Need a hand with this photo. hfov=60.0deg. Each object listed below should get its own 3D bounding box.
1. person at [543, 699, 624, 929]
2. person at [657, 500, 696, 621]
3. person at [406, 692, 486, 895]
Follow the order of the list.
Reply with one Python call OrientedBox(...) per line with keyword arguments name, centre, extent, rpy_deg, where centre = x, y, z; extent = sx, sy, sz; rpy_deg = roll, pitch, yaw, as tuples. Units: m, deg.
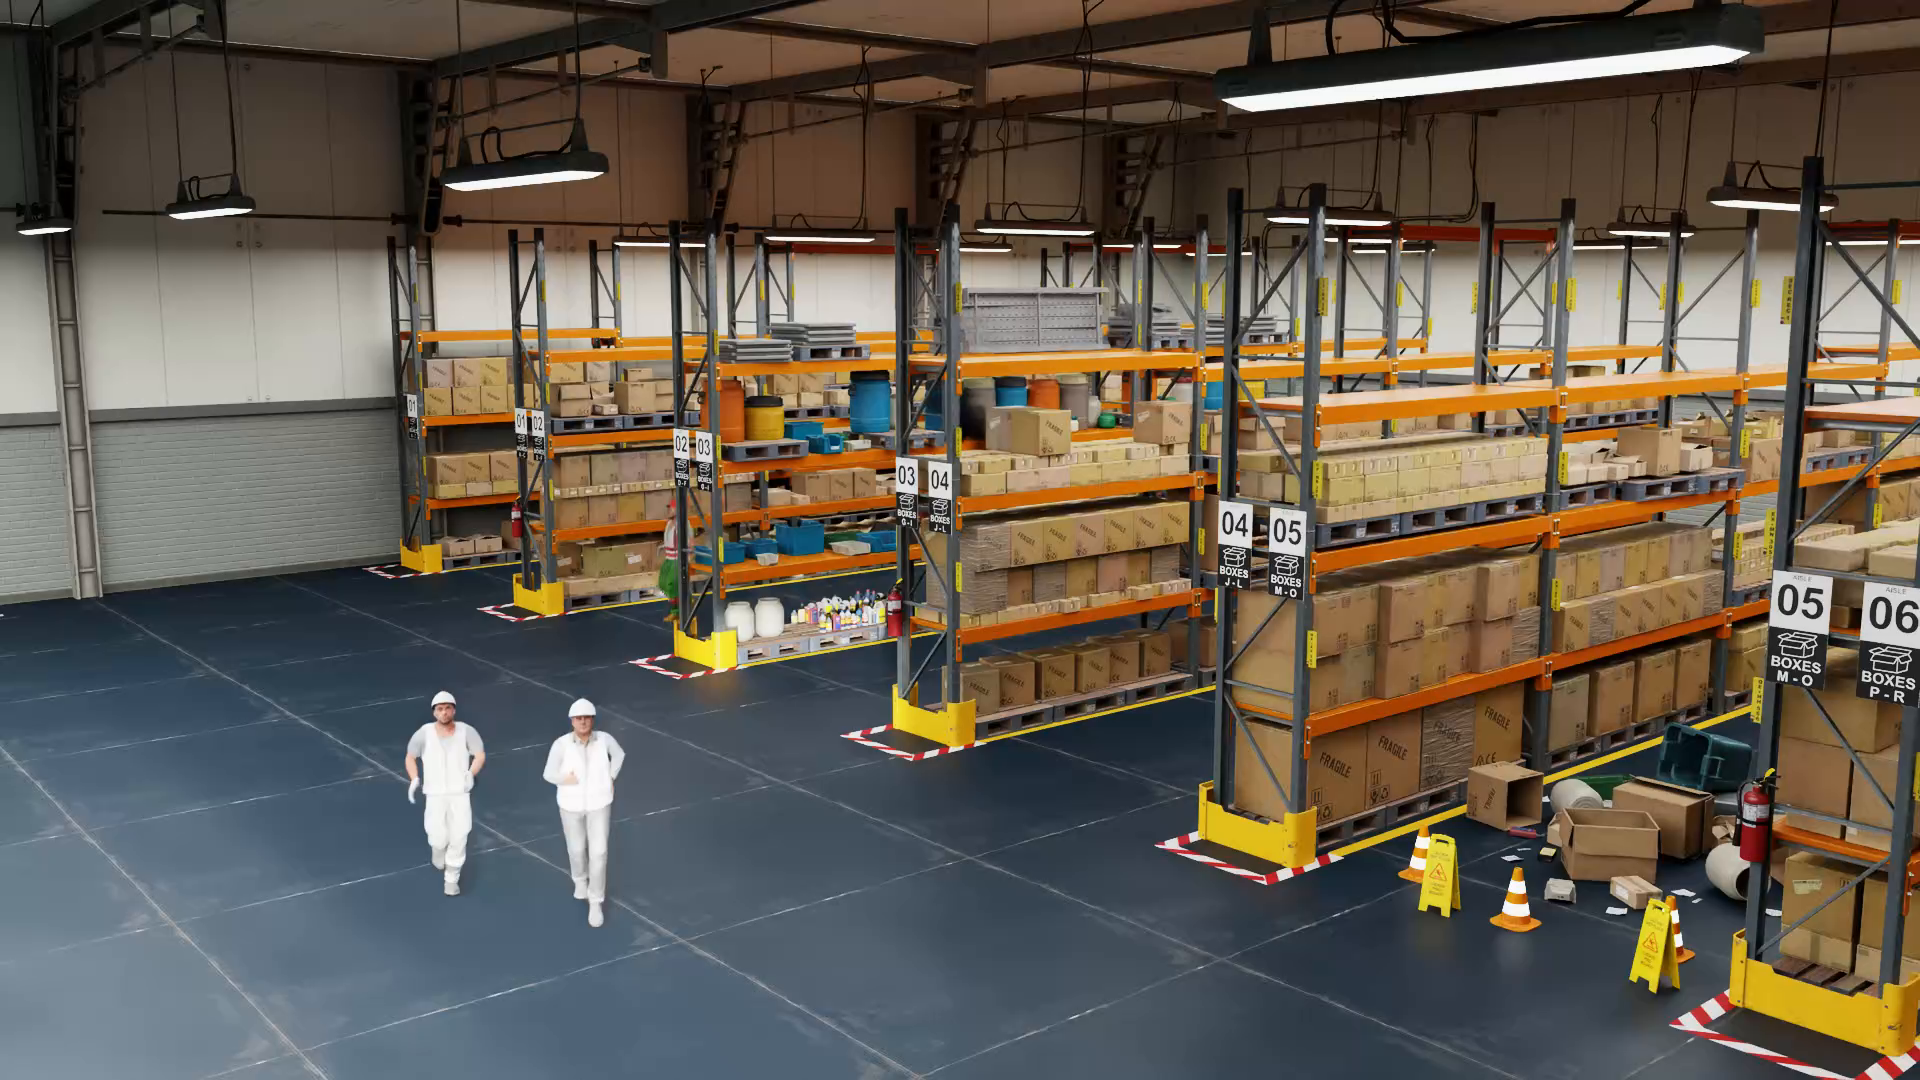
OrientedBox(name="person", centre=(-3.077, 2.190, 13.669), extent=(0.654, 1.806, 0.801), rpy_deg=(-2, 9, -12))
OrientedBox(name="person", centre=(-4.138, 0.292, 24.295), extent=(0.523, 1.762, 0.694), rpy_deg=(-7, 11, -38))
OrientedBox(name="person", centre=(-4.363, 2.123, 14.168), extent=(0.658, 1.684, 0.546), rpy_deg=(-3, 9, -19))
